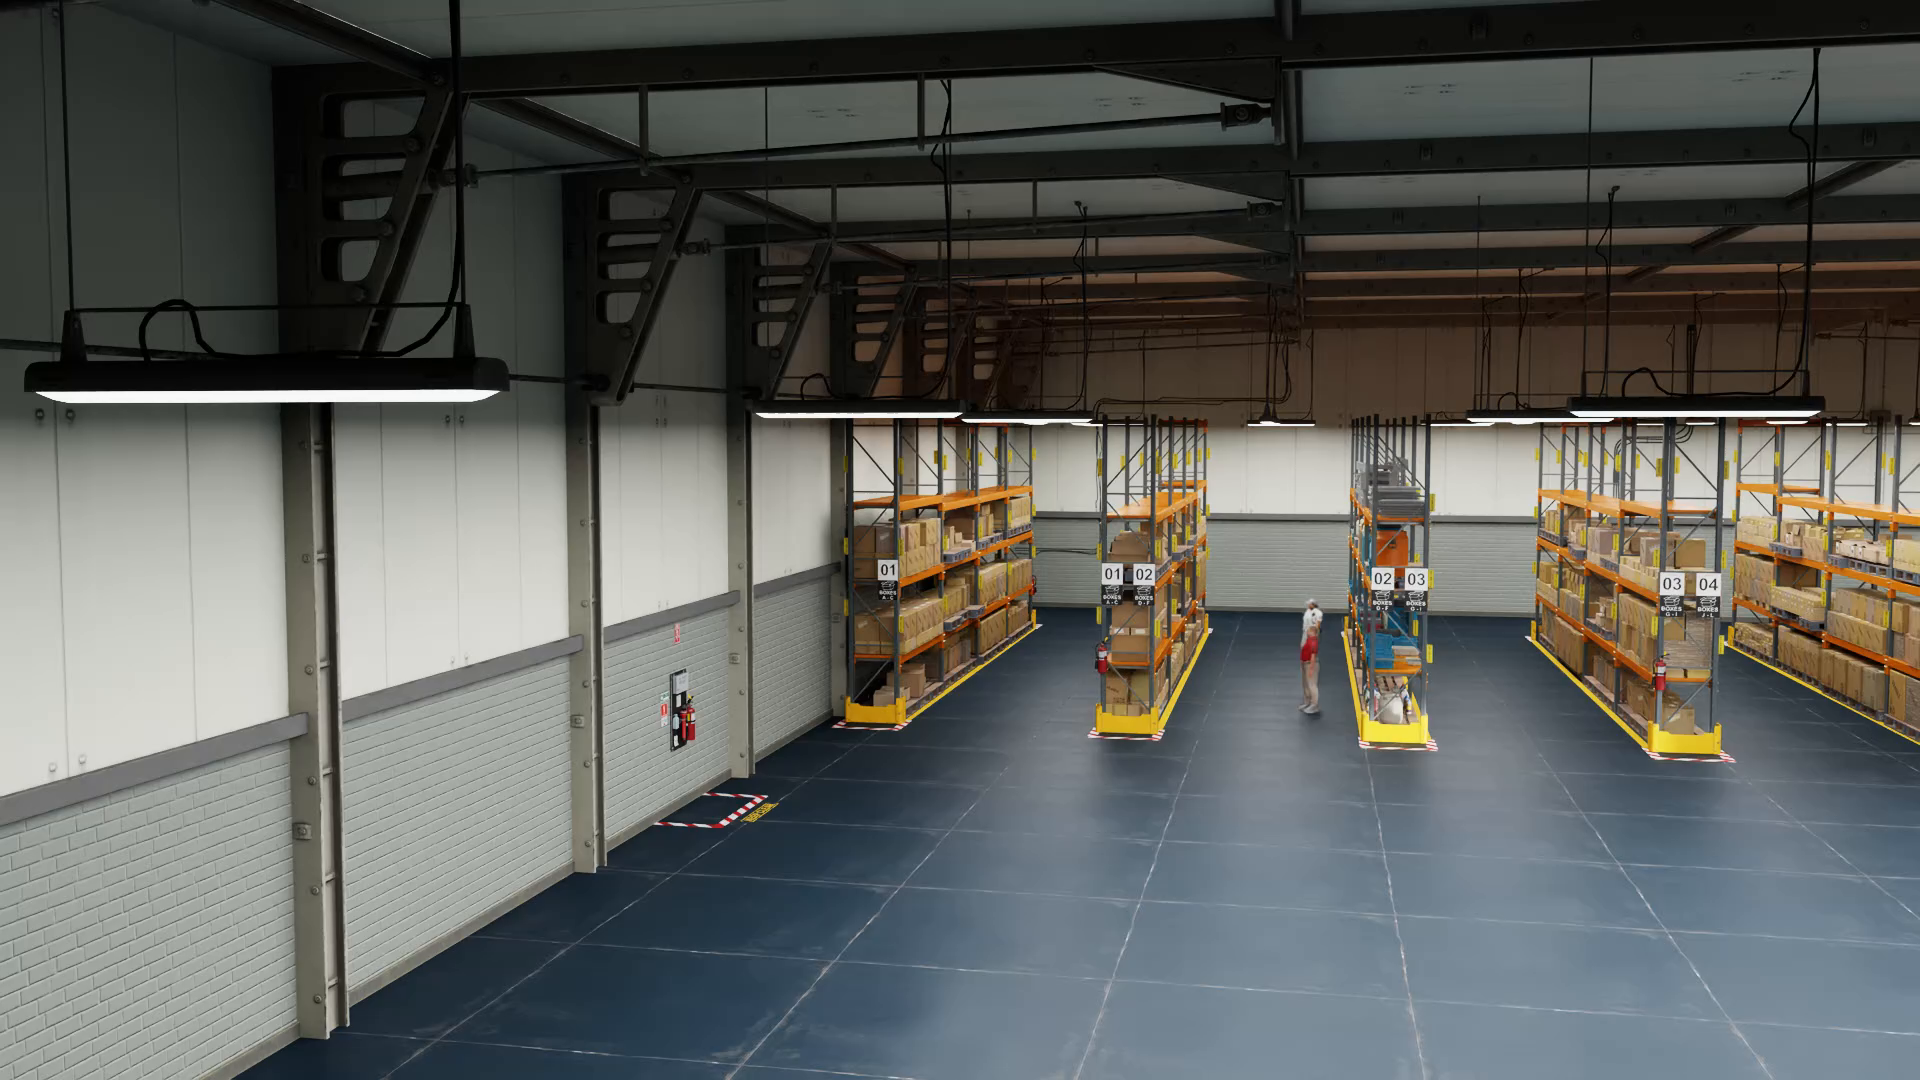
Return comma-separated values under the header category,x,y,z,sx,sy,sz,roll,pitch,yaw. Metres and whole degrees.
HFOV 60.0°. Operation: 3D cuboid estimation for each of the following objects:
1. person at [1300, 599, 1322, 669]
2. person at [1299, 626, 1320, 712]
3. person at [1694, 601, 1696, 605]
category,x,y,z,sx,sy,sz,roll,pitch,yaw
person,8.434,2.272,39.892,0.474,1.717,0.694,2,4,29
person,7.107,2.605,33.772,0.387,1.734,0.577,0,4,-5
person,20.677,1.827,46.316,0.428,1.625,1.003,3,5,35
